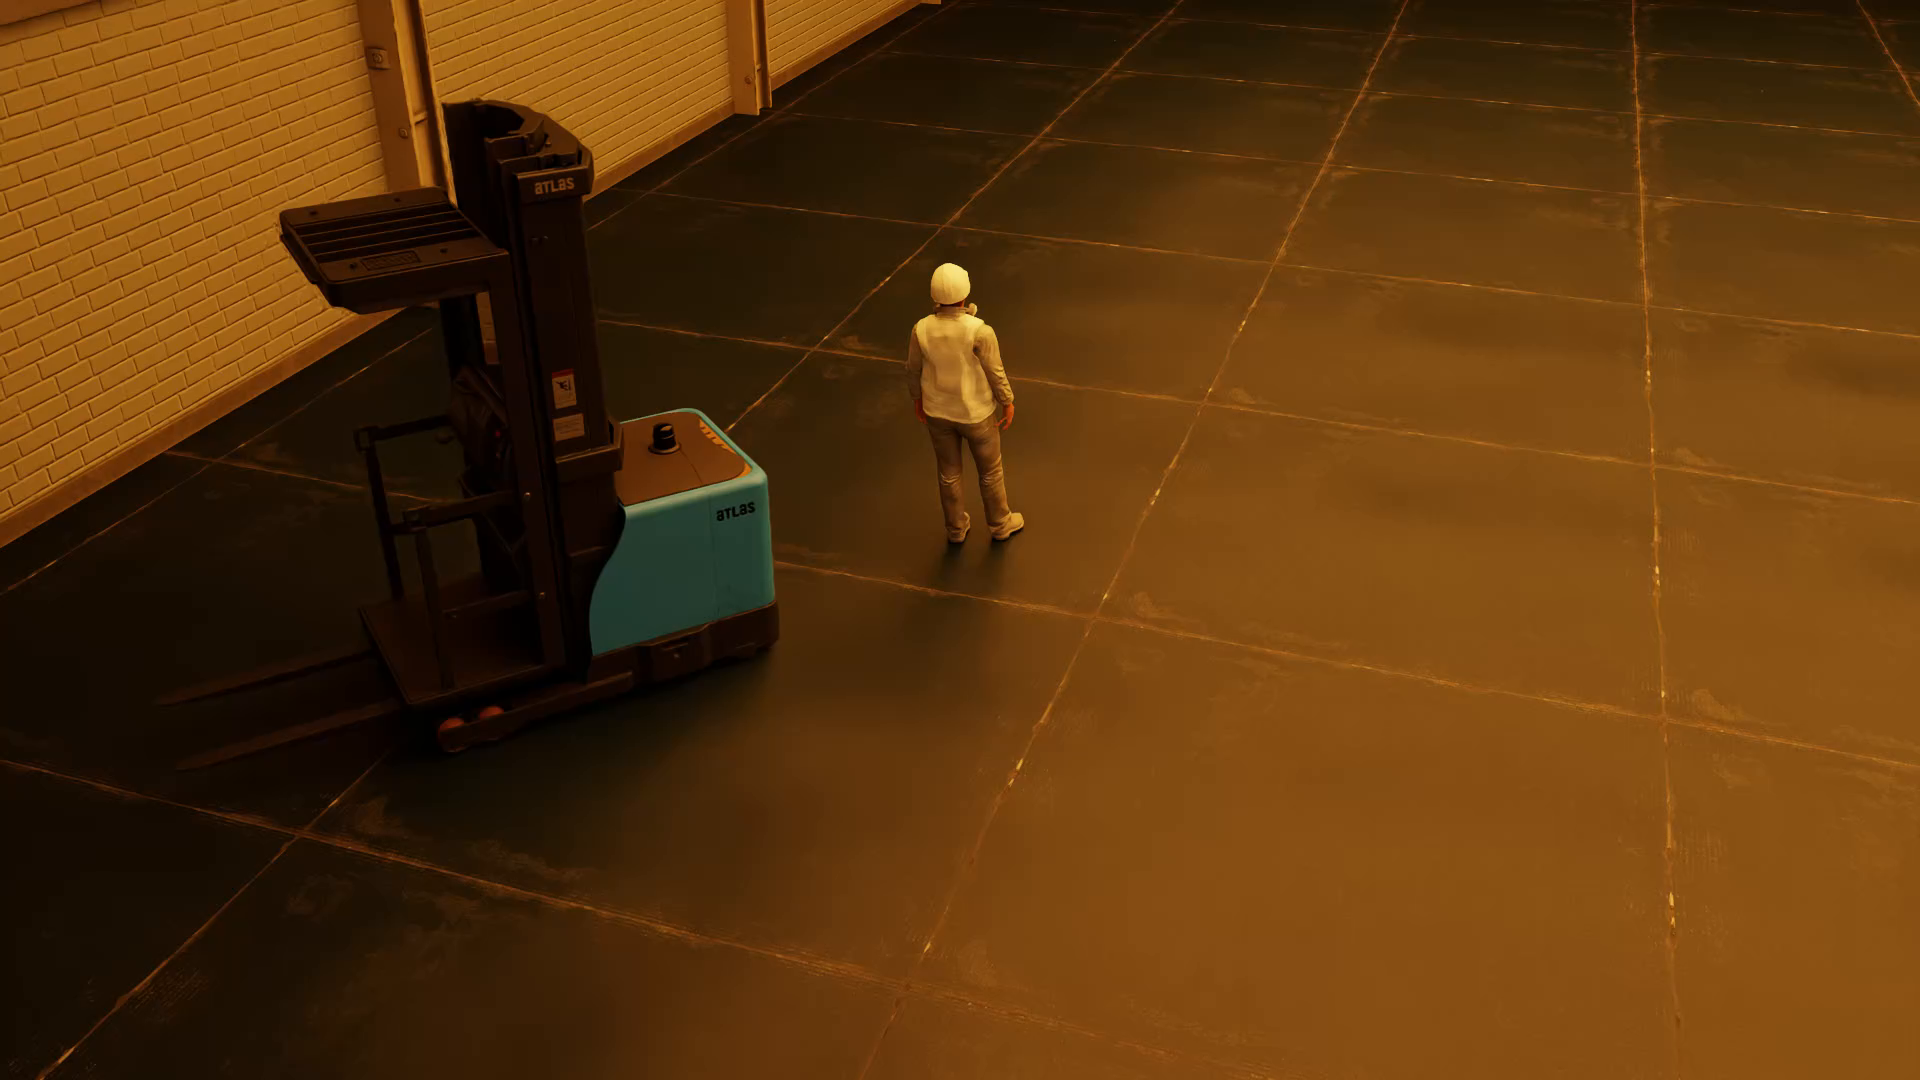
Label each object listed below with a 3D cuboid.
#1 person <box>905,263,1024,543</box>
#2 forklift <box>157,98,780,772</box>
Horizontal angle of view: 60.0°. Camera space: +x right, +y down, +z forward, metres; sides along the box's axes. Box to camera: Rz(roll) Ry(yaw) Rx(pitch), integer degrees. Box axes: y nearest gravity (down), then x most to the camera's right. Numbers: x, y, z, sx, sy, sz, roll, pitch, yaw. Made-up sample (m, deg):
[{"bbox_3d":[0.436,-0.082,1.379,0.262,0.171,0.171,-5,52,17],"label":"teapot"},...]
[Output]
[{"bbox_3d":[0.028,-0.805,9.702,0.632,1.773,0.568,10,31,16],"label":"person"},{"bbox_3d":[-2.512,-0.520,8.049,3.031,2.935,1.130,-16,33,-26],"label":"forklift"}]
